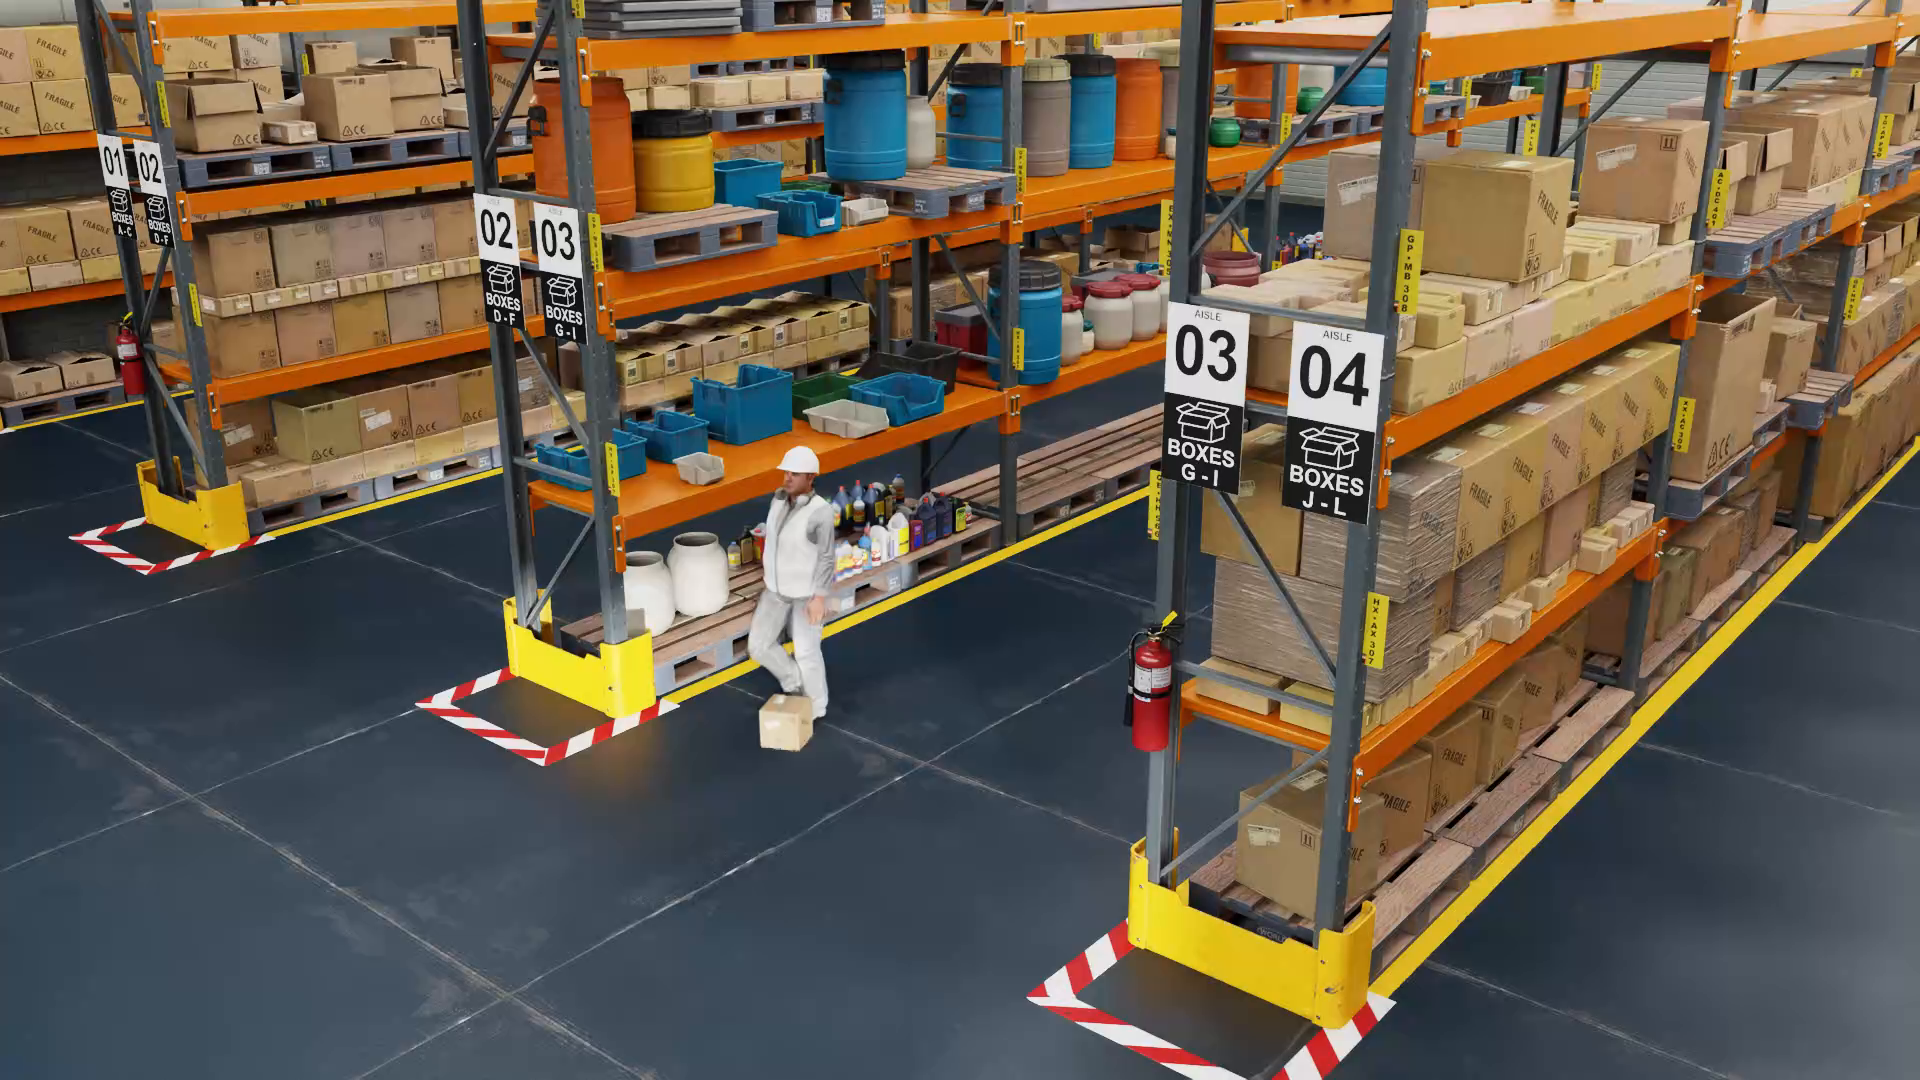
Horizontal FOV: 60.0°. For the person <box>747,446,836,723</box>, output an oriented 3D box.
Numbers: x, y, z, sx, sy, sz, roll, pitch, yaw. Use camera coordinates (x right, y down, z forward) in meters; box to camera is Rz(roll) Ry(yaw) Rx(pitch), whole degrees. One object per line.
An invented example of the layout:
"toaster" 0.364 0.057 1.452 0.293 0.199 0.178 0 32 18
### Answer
"person" -1.025 0.313 10.123 0.577 1.783 0.476 16 25 37
